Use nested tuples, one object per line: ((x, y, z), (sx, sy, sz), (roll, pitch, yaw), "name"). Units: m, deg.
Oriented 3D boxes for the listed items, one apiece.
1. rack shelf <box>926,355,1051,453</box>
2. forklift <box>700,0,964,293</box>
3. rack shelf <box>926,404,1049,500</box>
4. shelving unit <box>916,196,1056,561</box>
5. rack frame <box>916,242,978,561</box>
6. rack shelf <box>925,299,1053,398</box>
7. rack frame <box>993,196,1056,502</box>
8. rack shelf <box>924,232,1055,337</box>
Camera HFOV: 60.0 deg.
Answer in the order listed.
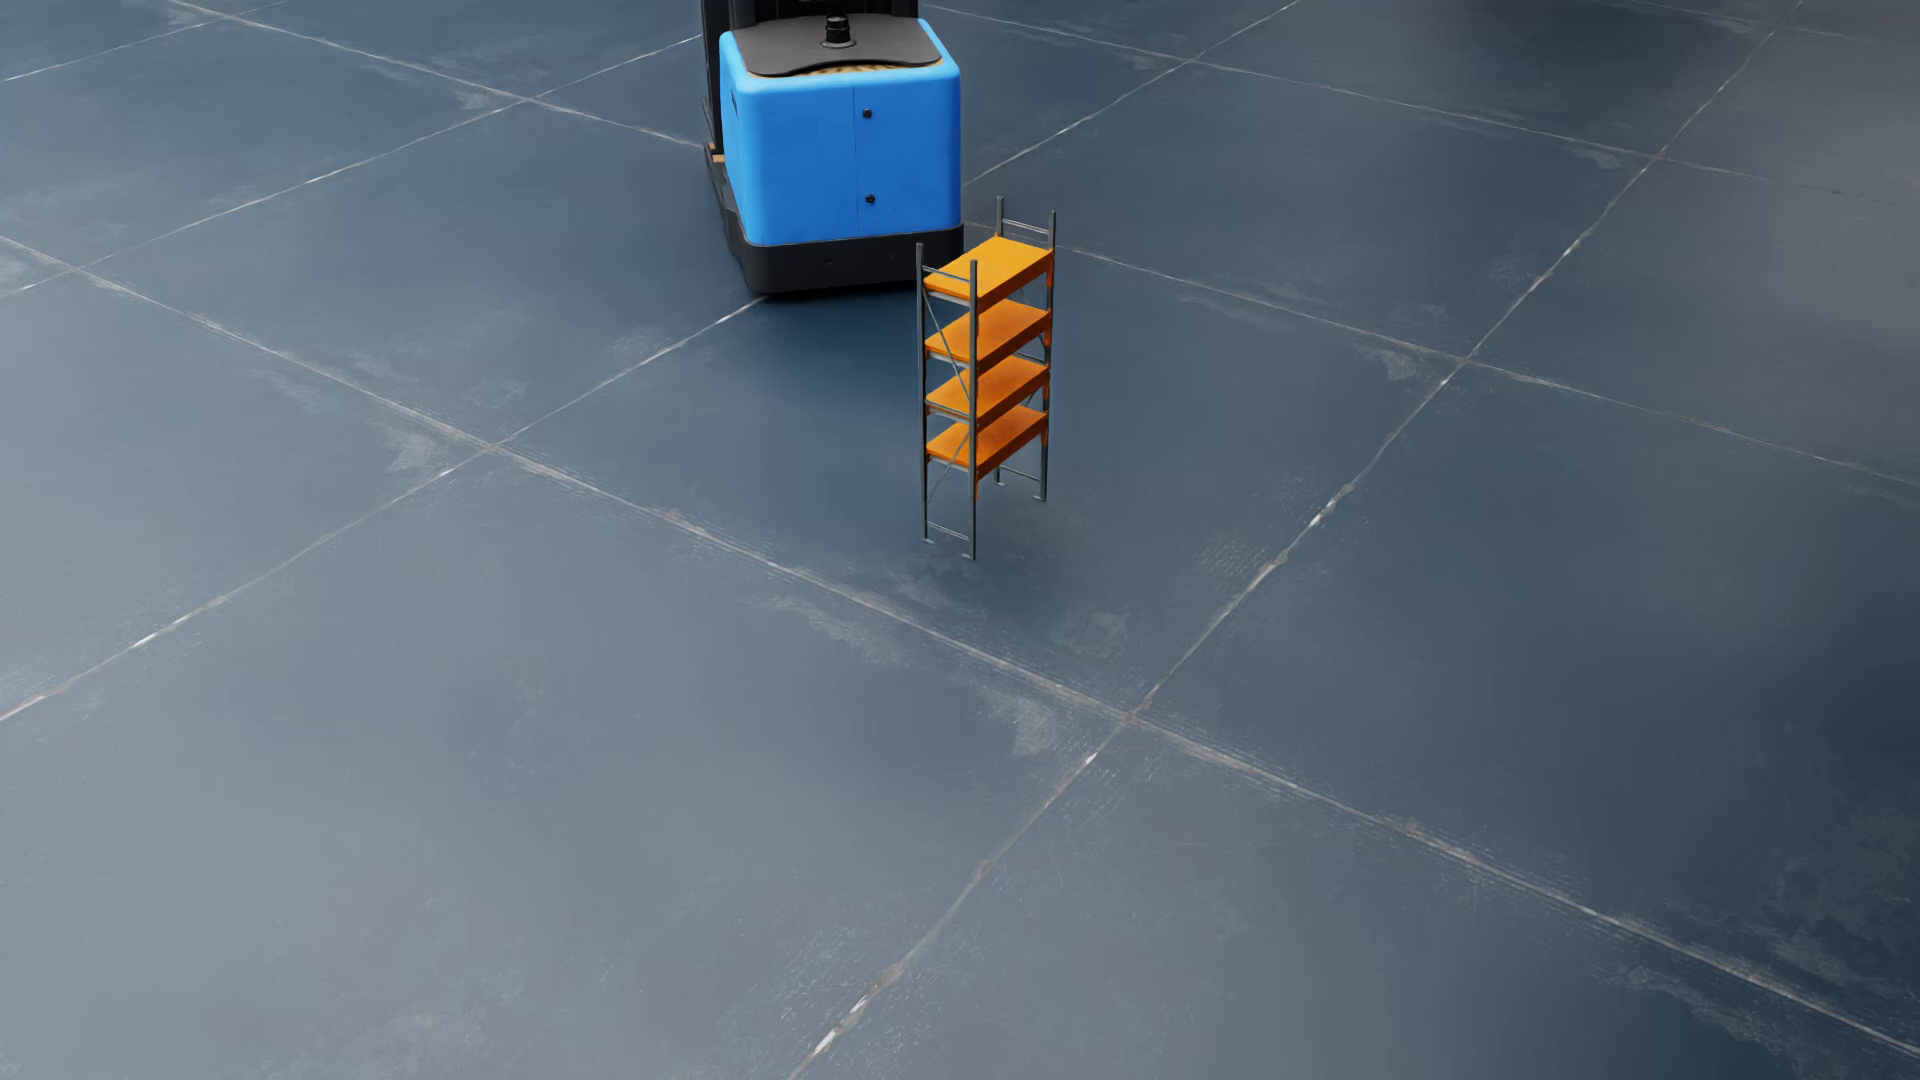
((0.094, -0.517, 6.064), (0.258, 0.148, 0.480), (21, 39, 28), "rack shelf")
((-0.809, -3.197, 8.361), (1.130, 2.935, 3.031), (-7, 35, -11), "forklift")
((0.094, -0.353, 6.175), (0.258, 0.148, 0.480), (21, 39, 28), "rack shelf")
((0.094, -0.573, 6.027), (0.258, 1.200, 0.503), (21, 39, 28), "shelving unit")
((-0.045, -0.461, 5.860), (0.240, 1.200, 0.015), (21, 39, 28), "rack frame")
((0.094, -0.703, 5.939), (0.258, 0.148, 0.480), (21, 39, 28), "rack shelf")
((0.233, -0.686, 6.193), (0.240, 1.200, 0.015), (21, 39, 28), "rack frame")
((0.094, -0.899, 5.806), (0.258, 0.148, 0.480), (21, 39, 28), "rack shelf")
